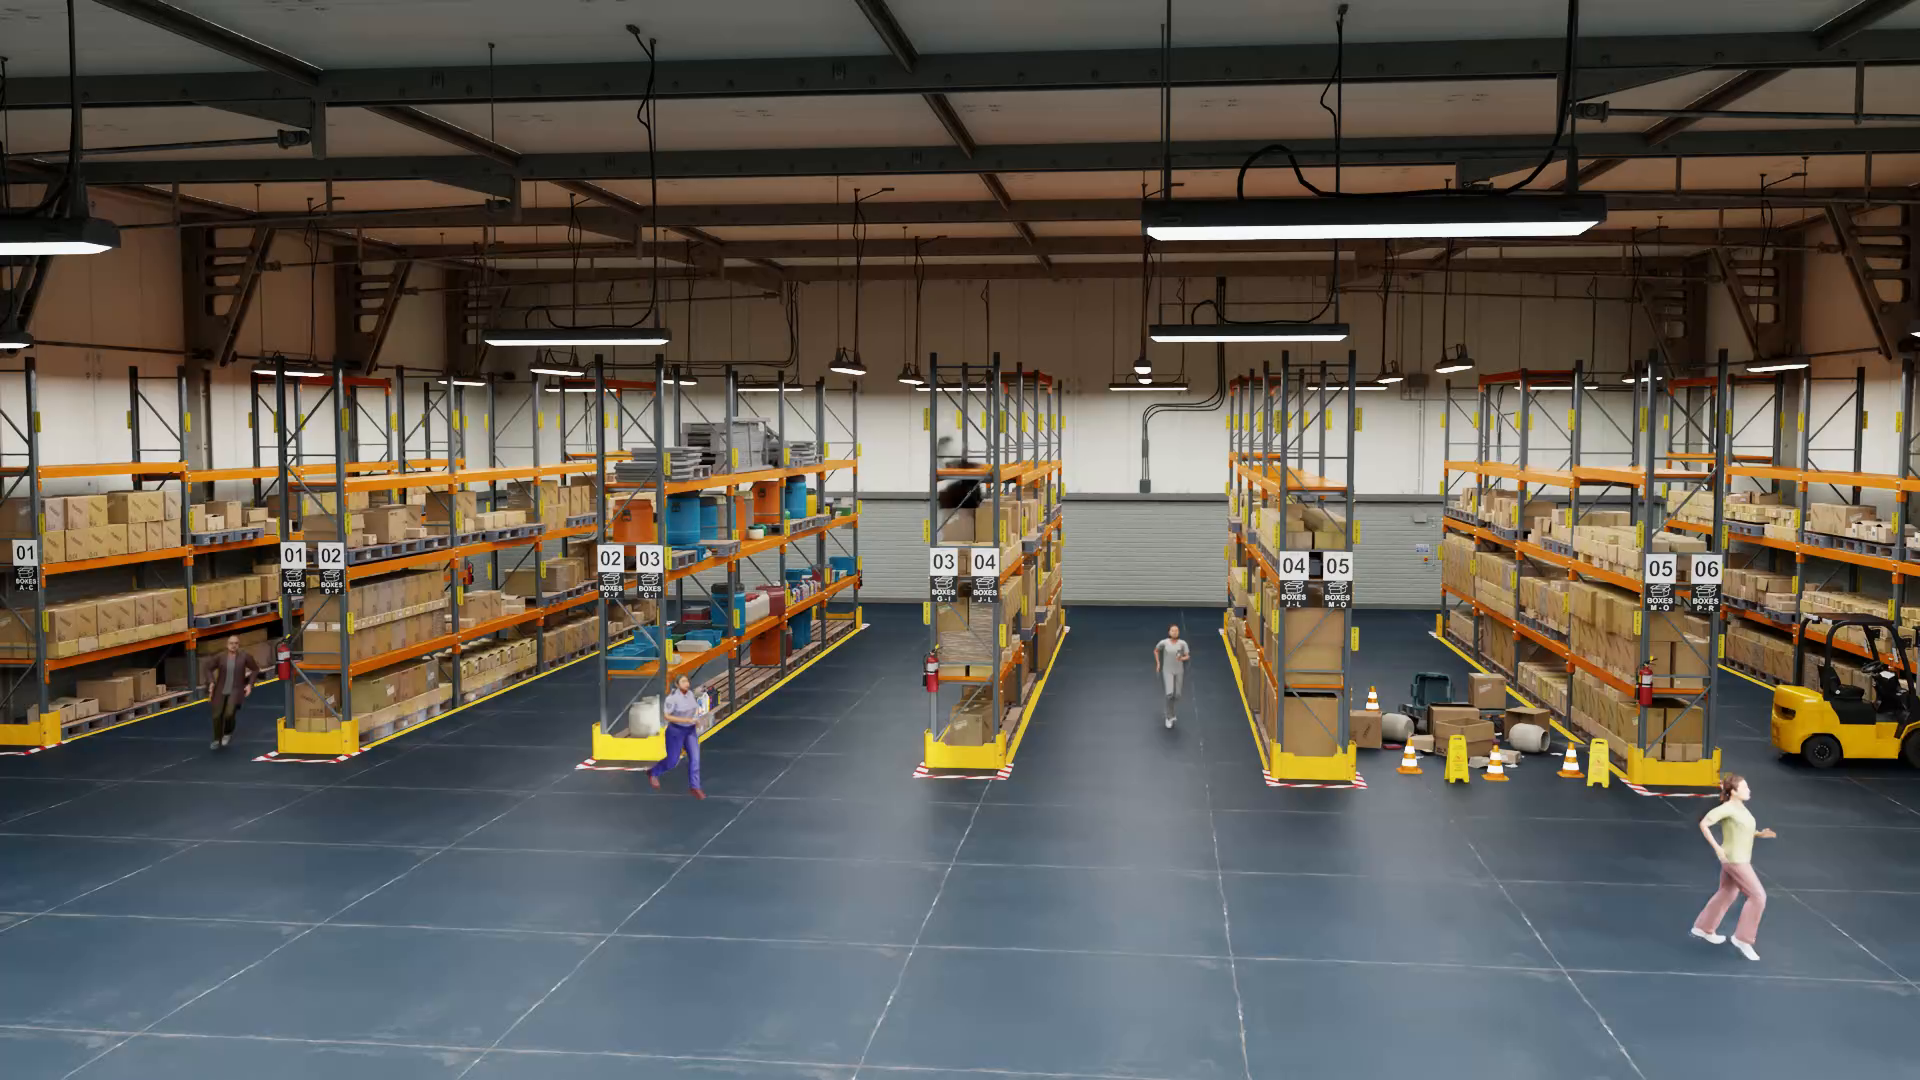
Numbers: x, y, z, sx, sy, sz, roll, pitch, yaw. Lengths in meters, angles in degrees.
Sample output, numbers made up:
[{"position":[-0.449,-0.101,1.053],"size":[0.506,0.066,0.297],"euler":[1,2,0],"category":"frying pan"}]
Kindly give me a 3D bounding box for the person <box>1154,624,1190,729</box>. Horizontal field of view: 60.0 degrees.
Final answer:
[{"position":[3.501,2.231,27.397],"size":[0.531,1.720,0.738],"euler":[0,4,-4],"category":"person"}]

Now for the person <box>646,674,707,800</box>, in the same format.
[{"position":[-3.766,2.614,22.297],"size":[0.928,1.661,0.615],"euler":[3,5,39],"category":"person"}]

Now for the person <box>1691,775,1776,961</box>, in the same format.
[{"position":[7.283,3.061,15.661],"size":[0.723,1.721,0.543],"euler":[3,5,35],"category":"person"}]

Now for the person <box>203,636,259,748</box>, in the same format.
[{"position":[-11.203,2.339,25.533],"size":[0.771,1.721,0.591],"euler":[-1,4,-12],"category":"person"}]
